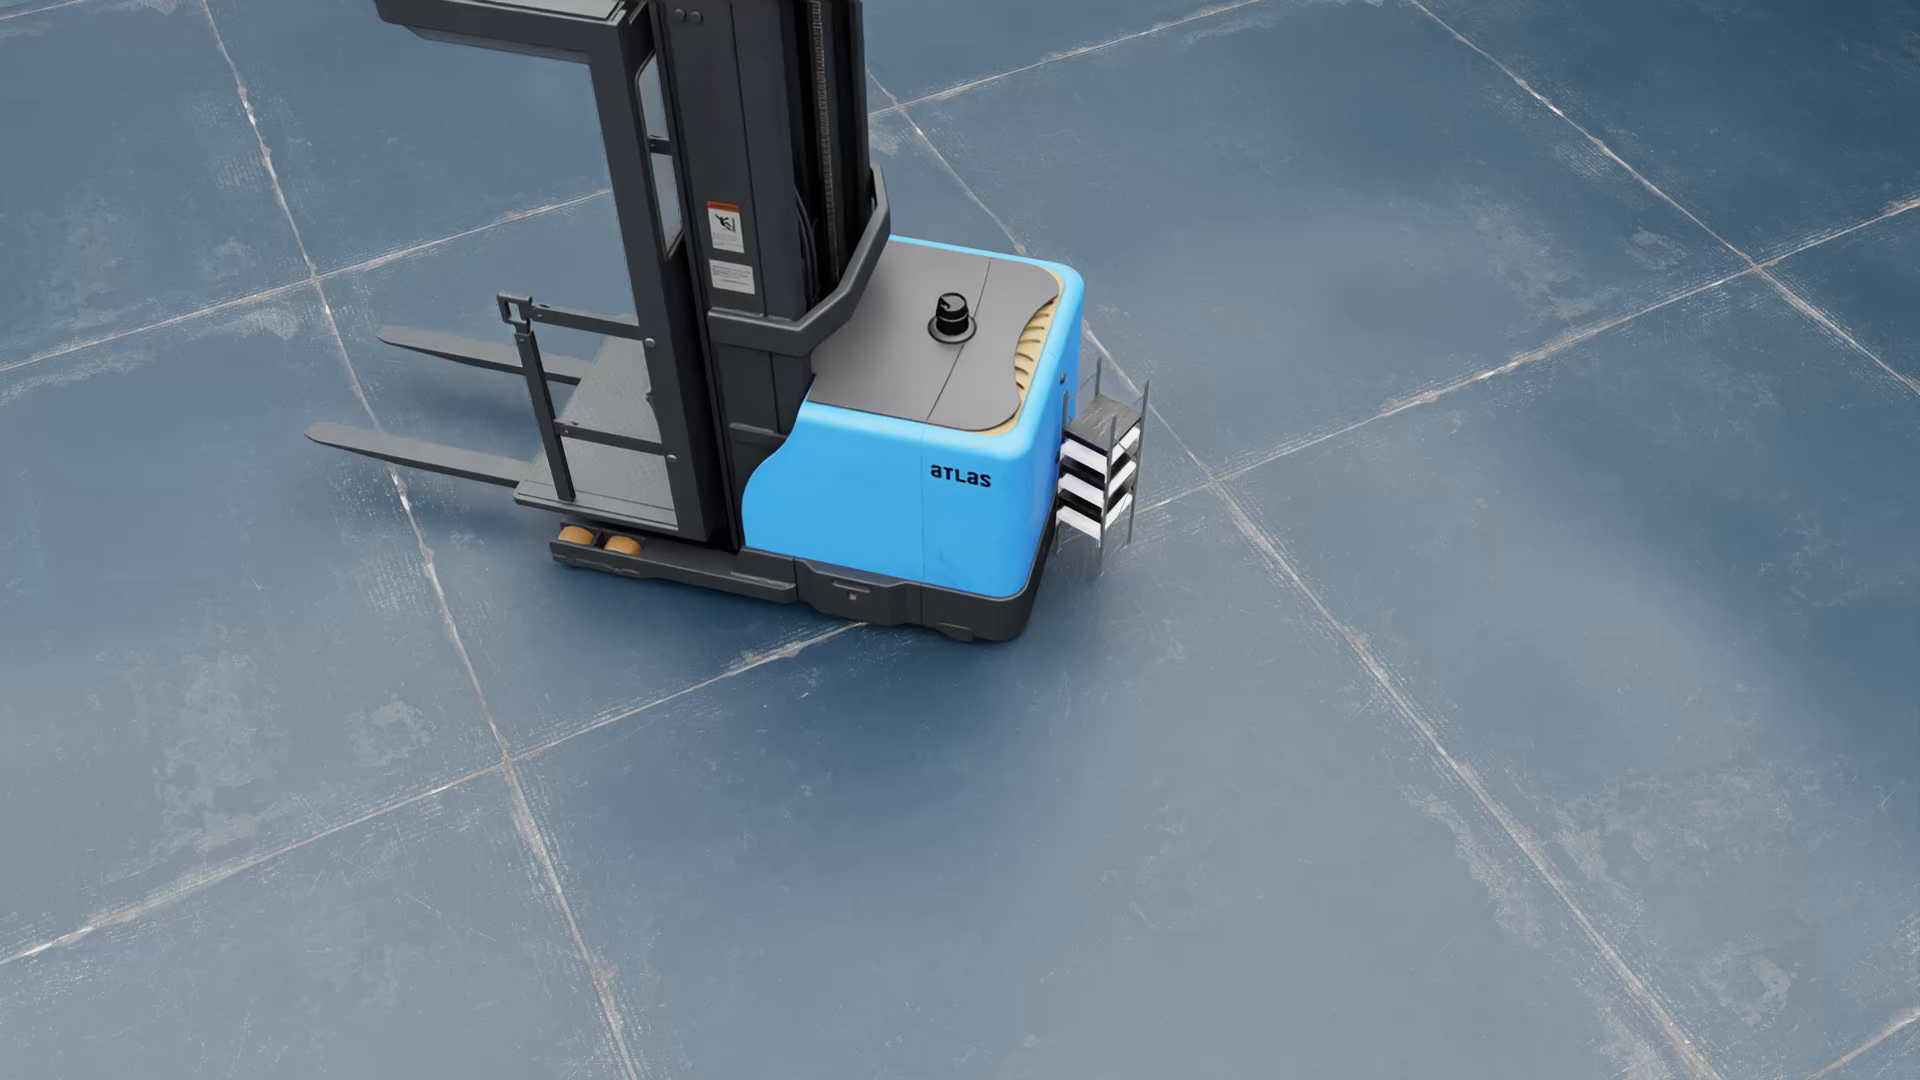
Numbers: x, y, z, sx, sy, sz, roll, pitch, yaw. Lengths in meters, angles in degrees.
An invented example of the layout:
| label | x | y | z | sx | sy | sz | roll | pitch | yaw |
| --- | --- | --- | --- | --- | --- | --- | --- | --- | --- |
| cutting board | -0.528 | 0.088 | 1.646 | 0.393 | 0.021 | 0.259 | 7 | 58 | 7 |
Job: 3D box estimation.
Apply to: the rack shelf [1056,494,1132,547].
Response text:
| label | x | y | z | sx | sy | sz | roll | pitch | yaw |
| --- | --- | --- | --- | --- | --- | --- | --- | --- | --- |
| rack shelf | 0.524 | -0.115 | 6.428 | 0.200 | 0.077 | 0.258 | 29 | 55 | 23 |

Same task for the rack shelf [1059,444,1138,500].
| label | x | y | z | sx | sy | sz | roll | pitch | yaw |
| --- | --- | --- | --- | --- | --- | --- | --- | --- | --- |
| rack shelf | 0.524 | -0.292 | 6.225 | 0.200 | 0.077 | 0.258 | 29 | 55 | 23 |

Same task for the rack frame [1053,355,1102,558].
| label | x | y | z | sx | sy | sz | roll | pitch | yaw |
| --- | --- | --- | --- | --- | --- | --- | --- | --- | --- |
| rack frame | 0.443 | -0.300 | 6.308 | 0.006 | 0.900 | 0.240 | 29 | 55 | 23 |

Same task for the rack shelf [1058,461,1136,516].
| label | x | y | z | sx | sy | sz | roll | pitch | yaw |
| --- | --- | --- | --- | --- | --- | --- | --- | --- | --- |
| rack shelf | 0.524 | -0.233 | 6.293 | 0.200 | 0.077 | 0.258 | 29 | 55 | 23 |

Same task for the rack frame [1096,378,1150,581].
| label | x | y | z | sx | sy | sz | roll | pitch | yaw |
| --- | --- | --- | --- | --- | --- | --- | --- | --- | --- |
| rack frame | 0.606 | -0.210 | 6.228 | 0.006 | 0.900 | 0.240 | 29 | 55 | 23 |

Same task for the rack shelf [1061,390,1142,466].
| label | x | y | z | sx | sy | sz | roll | pitch | yaw |
| --- | --- | --- | --- | --- | --- | --- | --- | --- | --- |
| rack shelf | 0.524 | -0.411 | 6.090 | 0.200 | 0.077 | 0.258 | 29 | 55 | 23 |

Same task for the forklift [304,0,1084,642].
| label | x | y | z | sx | sy | sz | roll | pitch | yaw |
| --- | --- | --- | --- | --- | --- | --- | --- | --- | --- |
| forklift | -1.105 | -1.196 | 5.741 | 3.031 | 2.935 | 1.130 | 11 | 50 | 10 |

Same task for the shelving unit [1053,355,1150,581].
| label | x | y | z | sx | sy | sz | roll | pitch | yaw |
| --- | --- | --- | --- | --- | --- | --- | --- | --- | --- |
| shelving unit | 0.524 | -0.255 | 6.268 | 0.210 | 0.900 | 0.258 | 29 | 55 | 23 |

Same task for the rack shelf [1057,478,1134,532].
| label | x | y | z | sx | sy | sz | roll | pitch | yaw |
| --- | --- | --- | --- | --- | --- | --- | --- | --- | --- |
| rack shelf | 0.524 | -0.174 | 6.361 | 0.200 | 0.077 | 0.258 | 29 | 55 | 23 |

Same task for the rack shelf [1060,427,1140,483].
| label | x | y | z | sx | sy | sz | roll | pitch | yaw |
| --- | --- | --- | --- | --- | --- | --- | --- | --- | --- |
| rack shelf | 0.524 | -0.352 | 6.157 | 0.200 | 0.077 | 0.258 | 29 | 55 | 23 |
